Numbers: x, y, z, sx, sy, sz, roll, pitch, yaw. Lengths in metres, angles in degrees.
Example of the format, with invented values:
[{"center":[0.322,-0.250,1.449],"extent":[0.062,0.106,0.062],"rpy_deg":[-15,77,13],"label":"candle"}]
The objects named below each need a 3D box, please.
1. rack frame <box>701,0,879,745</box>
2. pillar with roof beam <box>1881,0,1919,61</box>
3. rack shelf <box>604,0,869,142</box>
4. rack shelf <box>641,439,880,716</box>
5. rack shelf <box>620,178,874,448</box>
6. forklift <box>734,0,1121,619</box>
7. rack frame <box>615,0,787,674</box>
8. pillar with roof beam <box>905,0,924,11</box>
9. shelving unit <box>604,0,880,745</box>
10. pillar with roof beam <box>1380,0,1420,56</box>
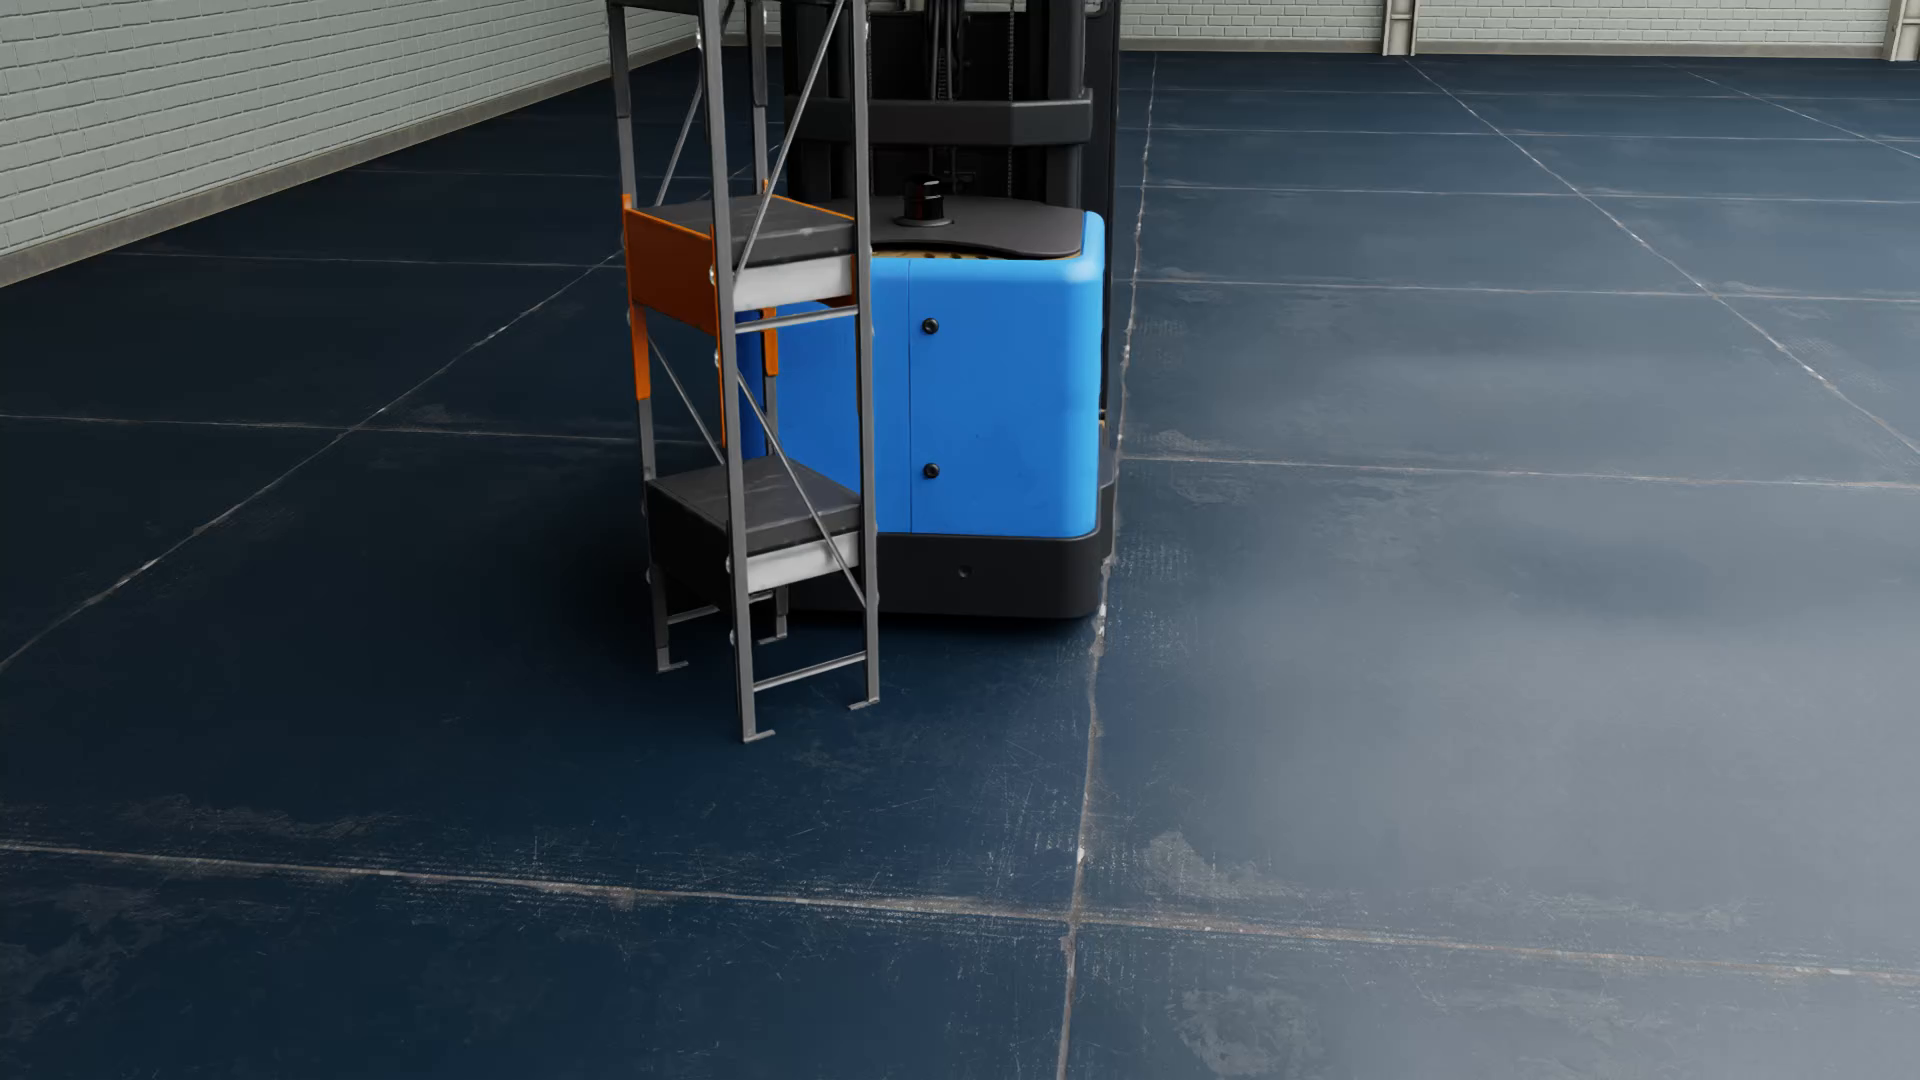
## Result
[{"center":[-0.379,-0.510,3.873],"extent":[0.400,2.100,0.015],"rpy_deg":[-14,26,-32],"label":"rack frame"},{"center":[10.927,-8.440,14.550],"extent":[0.400,9.000,9.100],"rpy_deg":[2,22,6],"label":"pillar with roof beam"},{"center":[-0.519,-1.221,3.806],"extent":[0.431,0.518,0.480],"rpy_deg":[-14,26,-32],"label":"rack shelf"},{"center":[-0.519,0.081,4.321],"extent":[0.431,0.518,0.480],"rpy_deg":[-14,26,-32],"label":"rack shelf"},{"center":[-0.519,-0.570,4.064],"extent":[0.431,0.518,0.480],"rpy_deg":[-14,26,-32],"label":"rack shelf"},{"center":[-0.009,-1.641,5.605],"extent":[1.130,2.935,3.031],"rpy_deg":[2,22,4],"label":"forklift"},{"center":[-0.659,-0.656,4.244],"extent":[0.400,2.100,0.015],"rpy_deg":[-14,26,-32],"label":"rack frame"},{"center":[-0.990,-8.960,15.863],"extent":[0.400,9.000,9.100],"rpy_deg":[2,22,6],"label":"pillar with roof beam"},{"center":[-0.519,-0.583,4.059],"extent":[0.431,2.100,0.503],"rpy_deg":[-14,26,-32],"label":"shelving unit"},{"center":[4.969,-8.700,15.206],"extent":[0.400,9.000,9.100],"rpy_deg":[2,22,6],"label":"pillar with roof beam"}]
